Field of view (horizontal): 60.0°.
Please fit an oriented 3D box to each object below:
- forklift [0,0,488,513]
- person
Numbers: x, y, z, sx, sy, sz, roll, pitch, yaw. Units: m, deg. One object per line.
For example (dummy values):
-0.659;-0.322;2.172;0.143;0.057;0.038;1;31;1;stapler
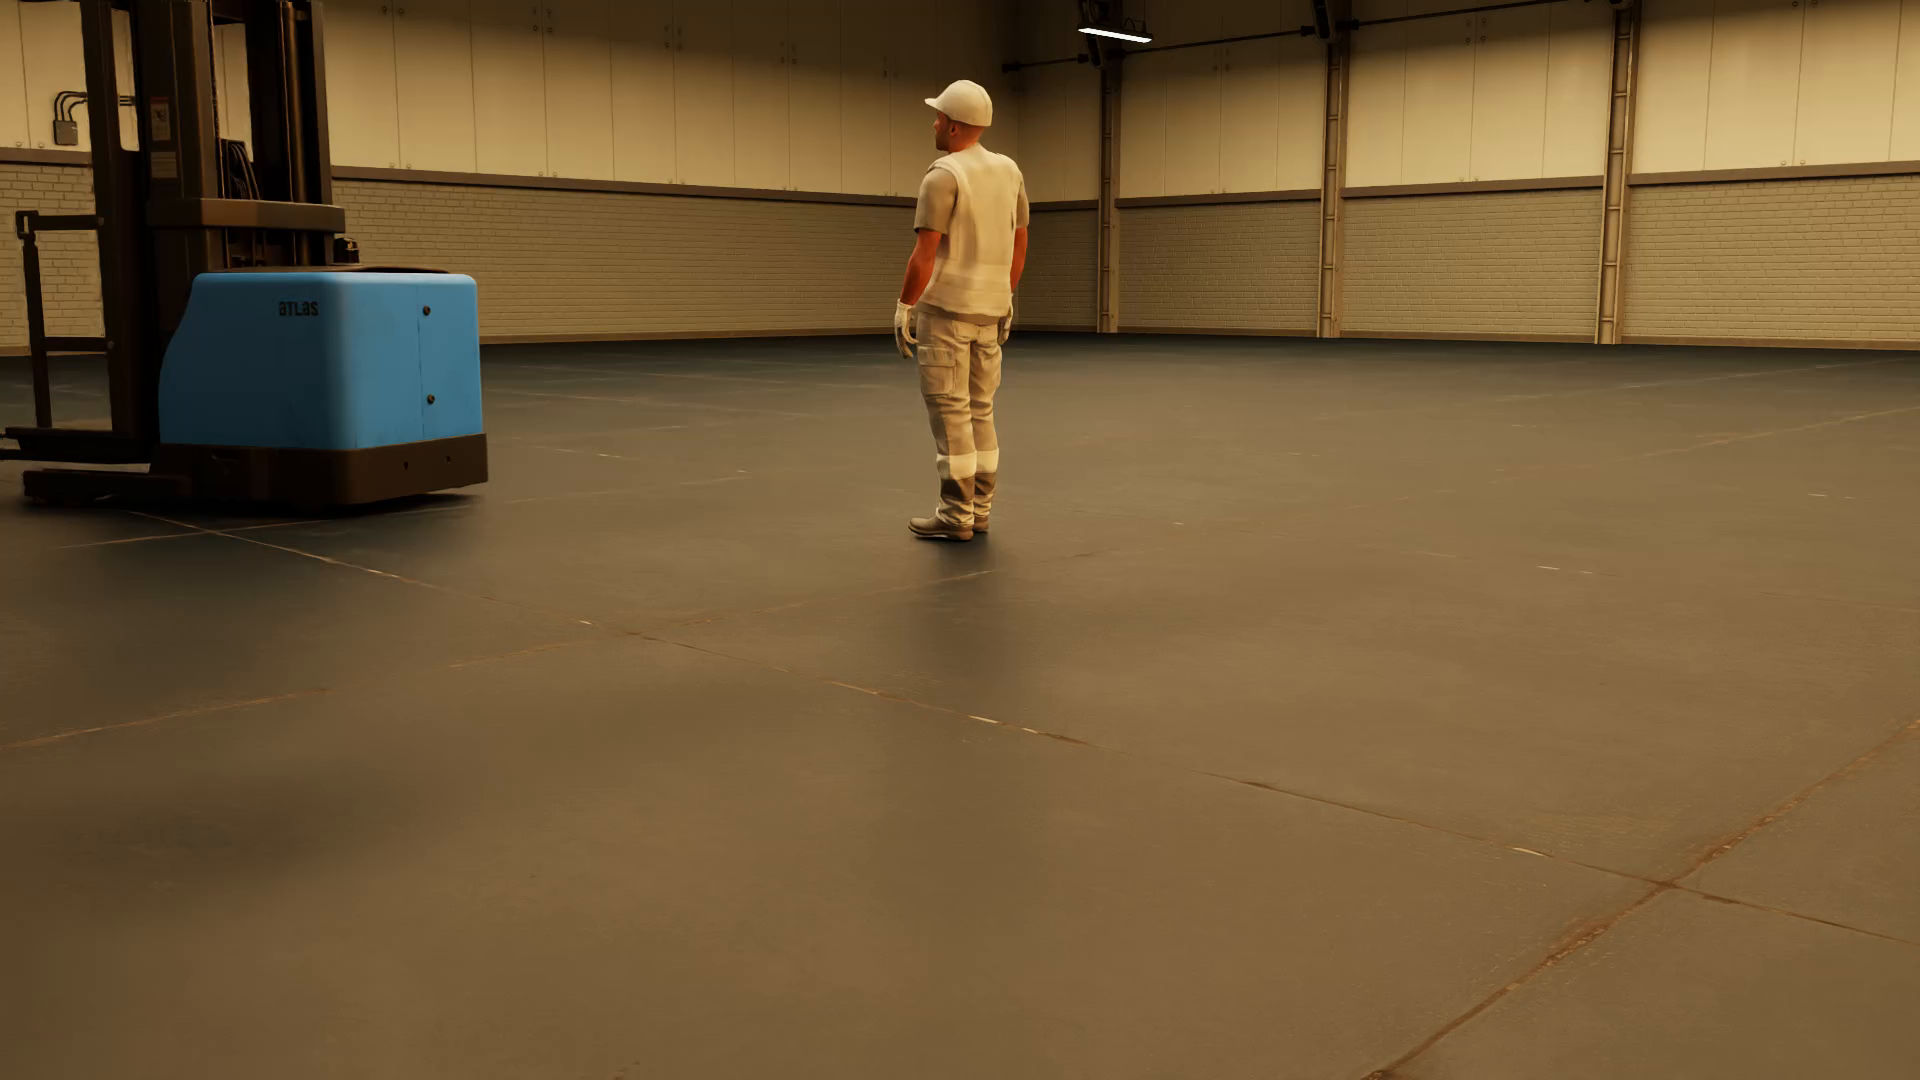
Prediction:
-3.880;-1.678;8.016;3.031;2.935;1.130;3;9;20;forklift
-0.051;-0.901;6.646;0.562;1.789;0.638;8;12;43;person
